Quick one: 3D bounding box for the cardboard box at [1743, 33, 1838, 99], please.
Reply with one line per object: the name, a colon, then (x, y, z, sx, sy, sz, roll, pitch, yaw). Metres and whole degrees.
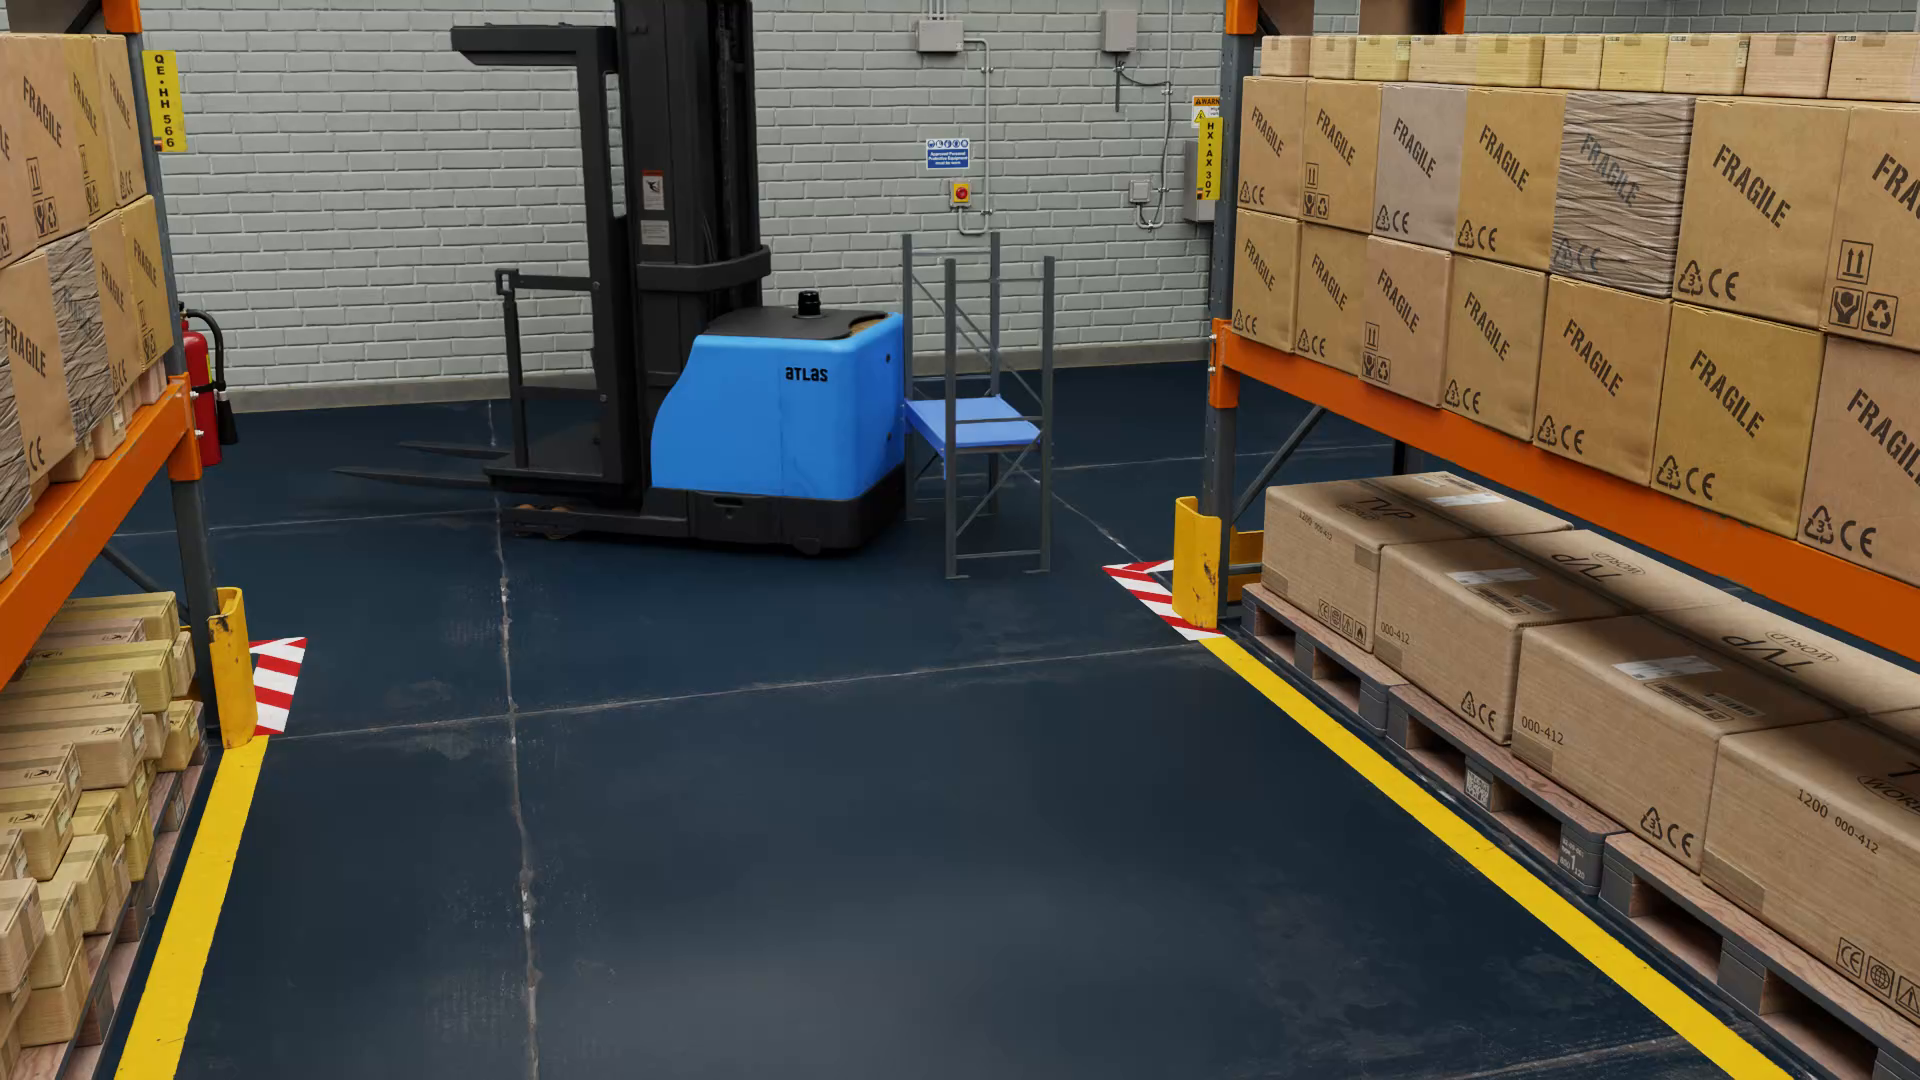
cardboard box: (2.141, -1.145, 4.012, 0.380, 0.149, 0.250, -5, 17, -16)

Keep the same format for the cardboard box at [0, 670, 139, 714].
cardboard box: (-2.578, 0.503, 4.756, 0.380, 0.149, 0.250, -5, 18, -17)

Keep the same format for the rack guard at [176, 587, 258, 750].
rack guard: (-3.164, 0.503, 5.909, 1.175, 0.500, 0.348, -5, 17, -15)

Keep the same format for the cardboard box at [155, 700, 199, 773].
cardboard box: (-2.672, 0.641, 5.329, 0.380, 0.149, 0.250, -4, 17, -14)

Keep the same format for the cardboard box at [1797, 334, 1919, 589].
cardboard box: (2.273, -0.184, 3.677, 0.500, 0.500, 0.500, -5, 17, -15)

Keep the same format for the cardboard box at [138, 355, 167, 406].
cardboard box: (-2.824, -0.527, 5.429, 0.380, 0.149, 0.250, -5, 17, -15)

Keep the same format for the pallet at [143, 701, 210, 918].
pallet: (-2.975, 0.869, 5.193, 1.003, 0.211, 1.213, -5, 17, -15)

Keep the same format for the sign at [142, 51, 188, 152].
sign: (-2.646, -1.459, 5.535, 0.100, 0.325, 0.005, -5, 17, -15)

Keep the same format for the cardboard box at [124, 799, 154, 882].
cardboard box: (-2.471, 0.854, 4.621, 0.380, 0.149, 0.250, -6, 18, -18)

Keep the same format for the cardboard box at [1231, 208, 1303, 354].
cardboard box: (1.403, -1.027, 6.483, 0.500, 0.500, 0.500, -5, 17, -16)

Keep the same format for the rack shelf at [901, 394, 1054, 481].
rack shelf: (0.068, -0.520, 8.202, 0.538, 0.185, 1.000, -4, 17, -12)

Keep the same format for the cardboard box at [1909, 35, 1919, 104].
cardboard box: (2.287, -1.007, 3.551, 0.380, 0.149, 0.250, -4, 17, -14)

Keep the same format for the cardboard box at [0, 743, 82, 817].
cardboard box: (-2.485, 0.654, 4.251, 0.380, 0.149, 0.250, -5, 18, -17)

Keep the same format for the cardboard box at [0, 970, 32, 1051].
cardboard box: (-2.259, 1.007, 3.594, 0.380, 0.149, 0.250, -4, 17, -13)

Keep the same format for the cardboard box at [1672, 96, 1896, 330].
cardboard box: (2.119, -0.805, 4.005, 0.500, 0.500, 0.500, -5, 17, -16)

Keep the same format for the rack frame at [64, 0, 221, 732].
rack frame: (-3.185, -0.715, 5.619, 1.000, 3.000, 0.127, -5, 17, -15)

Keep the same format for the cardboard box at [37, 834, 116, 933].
cardboard box: (-2.311, 0.862, 4.076, 0.380, 0.149, 0.250, -5, 17, -15)

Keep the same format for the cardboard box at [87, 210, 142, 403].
cardboard box: (-2.677, -0.659, 4.740, 0.500, 0.500, 0.500, -5, 17, -16)

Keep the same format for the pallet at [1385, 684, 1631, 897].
pallet: (2.173, 0.753, 5.579, 1.003, 0.211, 1.213, -5, 17, -15)

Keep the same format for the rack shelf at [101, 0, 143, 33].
rack shelf: (-2.635, -1.254, 3.449, 1.077, 0.370, 4.000, -5, 17, -15)

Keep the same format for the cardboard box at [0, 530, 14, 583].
cardboard box: (-2.258, 0.047, 3.519, 0.380, 0.149, 0.250, -4, 17, -13)

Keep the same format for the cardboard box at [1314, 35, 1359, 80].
cardboard box: (1.480, -1.704, 5.872, 0.380, 0.149, 0.250, -4, 17, -14)

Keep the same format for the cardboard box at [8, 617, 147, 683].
cardboard box: (-2.782, 0.365, 5.216, 0.380, 0.149, 0.250, -4, 17, -14)

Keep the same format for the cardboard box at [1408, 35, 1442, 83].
cardboard box: (1.692, -1.564, 5.406, 0.380, 0.149, 0.250, -5, 17, -15)

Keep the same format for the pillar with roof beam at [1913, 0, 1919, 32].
pillar with roof beam: (2.305, -4.878, 9.049, 9.100, 9.000, 0.400, -5, 17, -15)

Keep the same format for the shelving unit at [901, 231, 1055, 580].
shelving unit: (0.068, -0.692, 8.150, 0.538, 1.500, 1.048, -4, 17, -12)

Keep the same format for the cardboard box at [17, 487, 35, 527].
cardboard box: (-2.466, -0.092, 3.980, 0.380, 0.149, 0.250, -4, 17, -14)

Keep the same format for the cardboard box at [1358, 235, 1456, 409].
cardboard box: (1.691, -0.747, 5.551, 0.500, 0.500, 0.500, -5, 17, -16)

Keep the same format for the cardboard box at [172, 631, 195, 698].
cardboard box: (-2.765, 0.430, 5.515, 0.380, 0.149, 0.250, -5, 17, -17)

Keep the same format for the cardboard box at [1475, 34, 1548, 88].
cardboard box: (1.764, -1.420, 4.925, 0.380, 0.149, 0.250, -5, 17, -17)

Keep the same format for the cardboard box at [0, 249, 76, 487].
cardboard box: (-2.402, -0.381, 3.814, 0.500, 0.500, 0.500, -4, 17, -12)

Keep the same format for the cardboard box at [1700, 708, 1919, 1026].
cardboard box: (2.577, 0.816, 4.246, 0.875, 0.438, 0.875, -5, 17, -16)

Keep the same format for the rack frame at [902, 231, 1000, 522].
rack frame: (-0.044, -0.835, 8.625, 0.500, 1.500, 0.032, -4, 17, -12)

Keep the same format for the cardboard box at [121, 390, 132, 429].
cardboard box: (-2.708, -0.387, 4.964, 0.380, 0.149, 0.250, -5, 17, -16)

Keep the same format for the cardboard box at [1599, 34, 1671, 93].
cardboard box: (1.965, -1.284, 4.474, 0.380, 0.149, 0.250, -5, 17, -16)

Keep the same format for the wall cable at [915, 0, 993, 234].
wall cable: (-0.025, -3.194, 12.051, 0.585, 1.953, 0.123, -5, 17, -15)

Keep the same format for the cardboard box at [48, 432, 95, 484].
cardboard box: (-2.571, -0.243, 4.484, 0.380, 0.149, 0.250, -6, 18, -18)

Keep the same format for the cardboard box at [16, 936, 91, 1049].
cardboard box: (-2.272, 1.074, 3.889, 0.380, 0.149, 0.250, -5, 17, -17)

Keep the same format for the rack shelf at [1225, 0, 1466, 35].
rack shelf: (2.096, -1.673, 4.845, 1.077, 0.370, 4.000, -5, 17, -15)

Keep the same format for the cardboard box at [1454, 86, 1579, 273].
cardboard box: (1.840, -1.084, 4.935, 0.500, 0.500, 0.500, -5, 17, -15)

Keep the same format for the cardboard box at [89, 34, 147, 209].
cardboard box: (-2.820, -1.278, 5.062, 0.500, 0.500, 0.500, -5, 17, -16)

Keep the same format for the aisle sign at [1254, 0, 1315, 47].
aisle sign: (1.248, -2.377, 6.631, 0.394, 0.787, 0.004, -5, 17, -15)

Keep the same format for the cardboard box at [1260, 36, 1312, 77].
cardboard box: (1.378, -1.852, 6.364, 0.380, 0.149, 0.250, -4, 17, -14)

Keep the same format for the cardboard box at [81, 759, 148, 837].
cardboard box: (-2.466, 0.716, 4.564, 0.380, 0.149, 0.250, -4, 17, -14)

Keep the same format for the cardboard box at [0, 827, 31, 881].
cardboard box: (-2.356, 0.796, 3.780, 0.380, 0.149, 0.250, -5, 18, -18)

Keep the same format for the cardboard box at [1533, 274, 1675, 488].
cardboard box: (1.974, -0.464, 4.608, 0.500, 0.500, 0.500, -5, 17, -16)

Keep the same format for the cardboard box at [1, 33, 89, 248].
cardboard box: (-2.529, -0.994, 4.119, 0.500, 0.500, 0.500, -4, 17, -12)

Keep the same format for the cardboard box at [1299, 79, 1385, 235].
cardboard box: (1.553, -1.364, 5.866, 0.500, 0.500, 0.500, -5, 17, -17)

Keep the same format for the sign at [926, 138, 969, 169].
sign: (-0.089, -2.835, 12.206, 0.327, 0.218, 0.001, -5, 17, -15)

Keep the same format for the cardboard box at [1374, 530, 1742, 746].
cardboard box: (2.084, 0.319, 5.901, 0.875, 0.438, 0.875, -4, 17, -14)

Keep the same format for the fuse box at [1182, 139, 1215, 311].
fuse box: (2.035, -2.201, 12.805, 0.539, 1.711, 0.414, -5, 17, -15)

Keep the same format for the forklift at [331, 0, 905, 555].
forklift: (-1.833, -1.545, 8.500, 3.031, 2.935, 1.130, 4, 17, 14)
